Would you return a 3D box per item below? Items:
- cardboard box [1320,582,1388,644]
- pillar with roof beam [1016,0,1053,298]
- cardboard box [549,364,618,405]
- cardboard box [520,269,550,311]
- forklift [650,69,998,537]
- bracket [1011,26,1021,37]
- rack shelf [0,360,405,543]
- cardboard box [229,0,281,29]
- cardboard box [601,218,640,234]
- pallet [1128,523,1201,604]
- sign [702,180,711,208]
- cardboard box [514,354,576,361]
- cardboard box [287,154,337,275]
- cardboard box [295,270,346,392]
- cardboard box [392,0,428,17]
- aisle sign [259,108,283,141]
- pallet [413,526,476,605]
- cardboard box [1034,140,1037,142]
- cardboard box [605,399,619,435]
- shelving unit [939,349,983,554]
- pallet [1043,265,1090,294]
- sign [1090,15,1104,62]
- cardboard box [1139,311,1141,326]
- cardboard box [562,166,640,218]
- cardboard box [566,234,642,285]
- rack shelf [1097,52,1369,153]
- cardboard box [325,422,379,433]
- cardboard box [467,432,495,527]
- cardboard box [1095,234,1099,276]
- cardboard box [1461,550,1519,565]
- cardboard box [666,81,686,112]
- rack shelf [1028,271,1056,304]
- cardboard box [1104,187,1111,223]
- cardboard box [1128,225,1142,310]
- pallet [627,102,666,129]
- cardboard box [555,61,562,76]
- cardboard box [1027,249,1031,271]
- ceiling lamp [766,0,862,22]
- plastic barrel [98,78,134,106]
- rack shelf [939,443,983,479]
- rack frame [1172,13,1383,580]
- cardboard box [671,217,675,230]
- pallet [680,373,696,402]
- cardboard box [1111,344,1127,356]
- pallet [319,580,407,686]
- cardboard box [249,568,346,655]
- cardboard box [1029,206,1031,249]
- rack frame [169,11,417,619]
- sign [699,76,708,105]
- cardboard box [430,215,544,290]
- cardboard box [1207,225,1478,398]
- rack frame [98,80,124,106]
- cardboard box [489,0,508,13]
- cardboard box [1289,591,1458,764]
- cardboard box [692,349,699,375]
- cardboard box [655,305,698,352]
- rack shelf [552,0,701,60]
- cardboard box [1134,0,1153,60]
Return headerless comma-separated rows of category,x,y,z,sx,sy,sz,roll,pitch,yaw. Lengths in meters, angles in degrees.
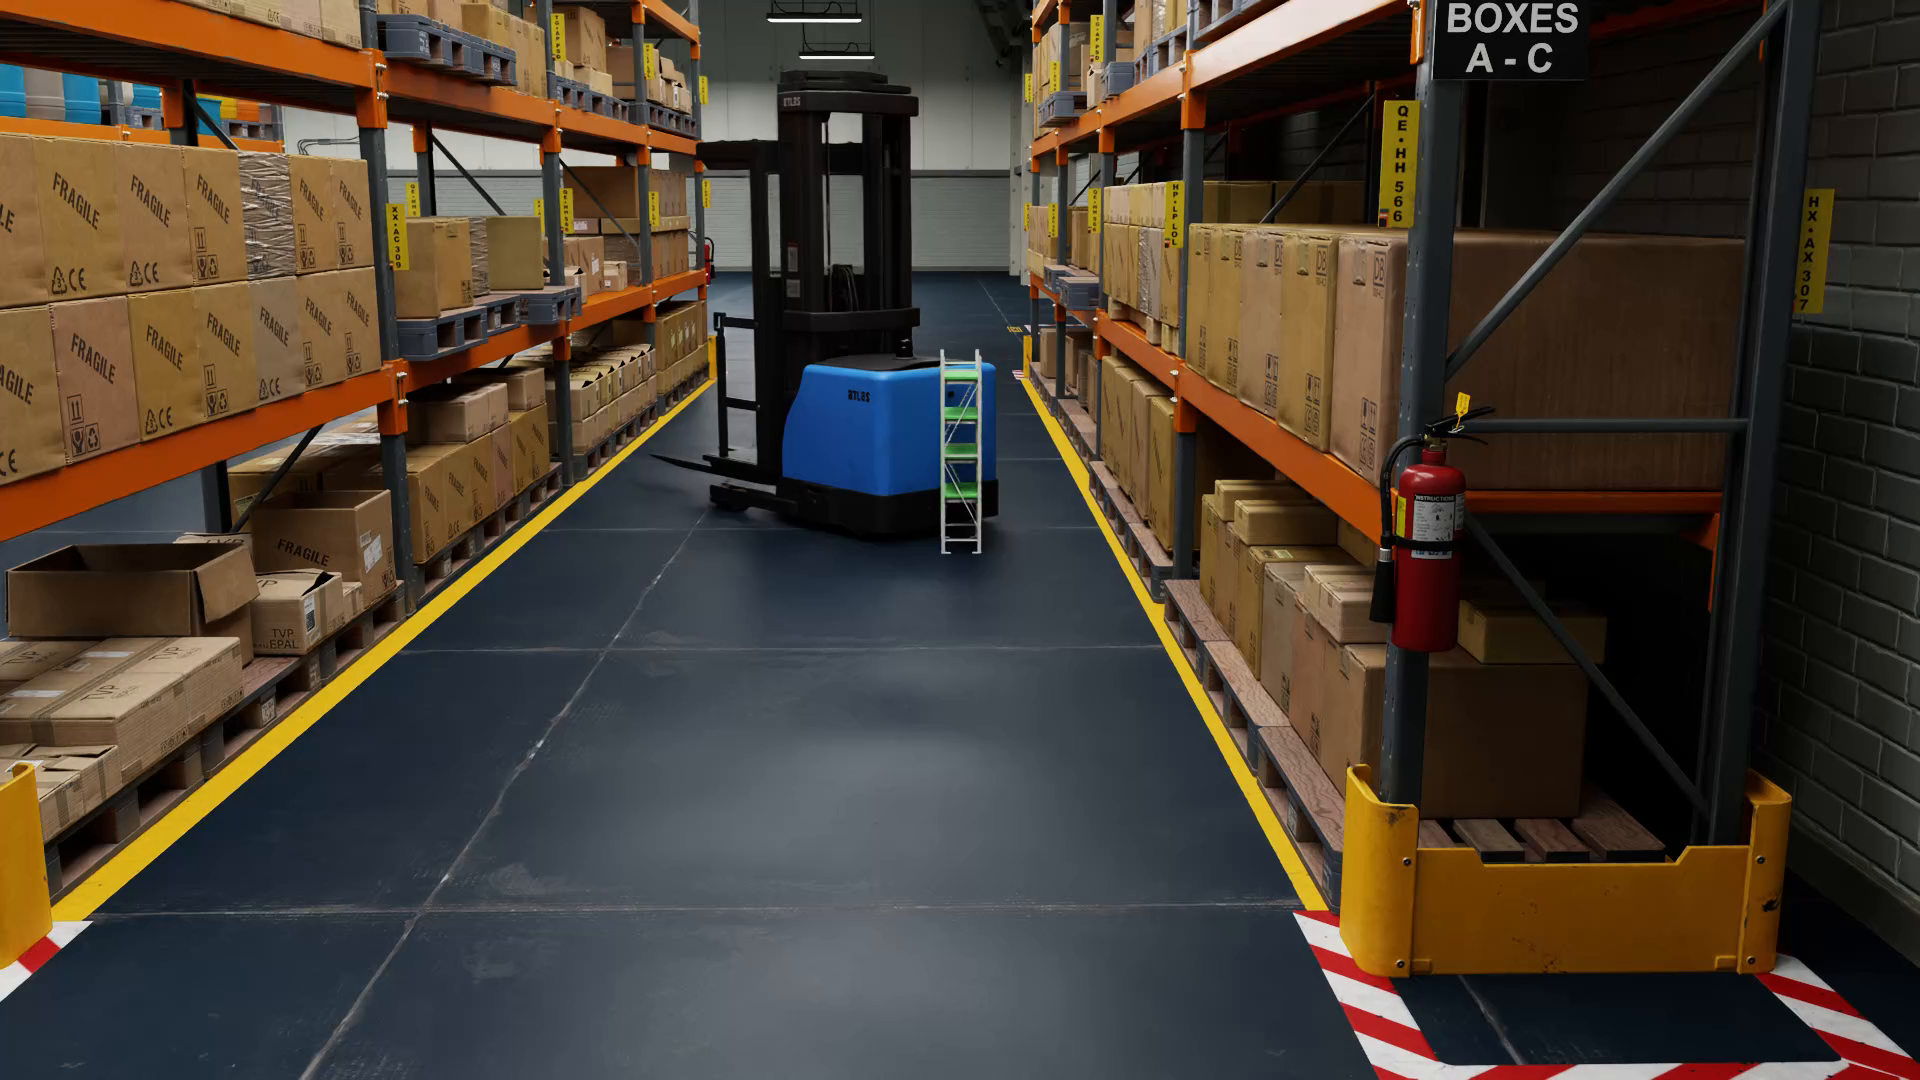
cardboard box,1.399,0.236,5.449,0.380,0.149,0.250,0,11,-2
pillar with roof beam,-2.429,-9.847,36.463,9.100,9.000,0.548,0,11,-1
cardboard box,-3.164,-1.315,13.945,0.500,0.311,0.500,-1,11,-3
cardboard box,-3.383,-1.900,12.602,0.500,0.311,0.500,0,11,2
forklift,-1.103,-1.691,11.520,1.130,2.935,3.031,-10,15,-41
bracket,1.405,-12.737,41.658,0.235,0.232,0.430,0,11,-1
rack shelf,-3.295,-0.325,6.428,1.077,0.370,4.000,0,11,-1
cardboard box,-3.042,-2.178,6.582,0.500,0.250,0.500,0,11,-1
cardboard box,-3.314,-3.087,16.348,0.380,0.149,0.250,0,11,-1
pallet,1.525,0.117,9.452,1.003,0.211,1.213,0,11,-1
sign,-3.042,-4.144,19.933,0.100,0.325,0.005,0,11,-1
cardboard box,-3.725,-1.513,14.923,0.500,0.311,0.500,-1,11,-3
cardboard box,-3.054,-1.413,7.215,0.500,0.500,0.500,0,11,-2
cardboard box,-3.058,-0.924,7.317,0.500,0.500,0.500,0,11,0
cardboard box,-3.310,-3.083,9.106,0.600,0.600,0.600,0,11,-2
aisle sign,-8.241,-4.731,19.796,0.394,0.787,0.004,0,11,-1
pallet,-3.391,0.130,9.390,1.003,0.211,1.213,0,11,-1
cardboard box,1.125,-4.943,19.535,0.500,0.500,0.500,0,11,0
cardboard box,-3.165,-1.038,13.988,0.500,0.250,0.500,-1,11,-3
shelving unit,0.003,-0.555,10.278,0.258,1.200,0.503,0,11,-1
pallet,1.321,-2.440,15.526,1.003,0.211,1.213,0,11,-1
sign,0.991,-3.613,11.981,0.100,0.325,0.005,0,11,-1
cardboard box,1.363,-1.456,10.775,0.380,0.149,0.250,0,11,0
cardboard box,-3.517,-3.439,16.451,0.700,0.500,0.500,0,11,-1
cardboard box,-3.517,-2.803,16.580,0.700,0.500,0.500,-1,11,-3
rack shelf,1.575,-2.612,10.153,1.077,0.370,4.000,0,11,-1
cardboard box,-3.658,-0.462,10.473,0.500,0.500,0.500,-1,11,-3
cardboard box,-3.128,-0.369,10.012,0.500,0.500,0.500,0,11,0
cardboard box,1.475,-2.361,13.293,0.700,0.500,0.500,-1,12,-7
cardboard box,1.771,0.135,5.950,0.380,0.149,0.250,0,11,-1
cardboard box,-3.286,-4.823,18.062,0.500,0.311,0.500,1,12,6
rack shelf,1.409,-2.732,18.290,1.077,0.370,4.000,0,11,-1
cardboard box,1.285,-2.367,11.745,0.500,0.250,0.500,0,11,0
cardboard box,1.317,-1.693,10.307,0.500,0.500,0.500,0,11,0
pallet,-3.545,-4.262,16.701,1.003,0.211,1.213,0,11,-1
cardboard box,-3.514,-3.781,13.428,0.500,0.250,0.500,0,11,-2
cardboard box,1.061,-3.320,19.707,0.500,0.250,0.500,-1,11,-3
ceiling lamp,-3.064,-12.511,34.915,2.000,3.185,0.800,0,11,-1
plastic barrel,-8.267,-4.463,16.133,0.421,0.512,0.421,0,11,0
rack shelf,0.003,-0.492,10.290,0.258,0.148,0.480,0,11,-1
rack frame,1.616,-1.097,8.420,1.000,3.000,0.127,0,11,-1
cardboard box,-3.358,-3.495,18.361,0.380,0.149,0.250,0,11,0
pallet,-3.505,-1.701,18.411,1.003,0.211,1.213,0,11,-1
cardboard box,1.517,-1.506,13.734,0.500,0.250,0.500,0,11,0
pallet,-3.323,0.428,7.921,1.003,0.211,1.213,0,11,-1
cardboard box,-3.026,0.288,7.253,0.500,0.311,0.500,0,11,-1
cardboard box,1.077,-3.690,19.643,0.500,0.500,0.500,0,11,-1
rack frame,-3.337,-1.076,8.316,1.000,3.000,0.127,0,11,-1
sign,-3.042,-5.326,19.693,0.100,0.325,0.005,0,11,-1
cardboard box,-3.294,-2.001,11.569,0.700,0.500,0.500,-4,12,-20
cardboard box,1.620,-0.991,7.143,0.980,0.700,0.700,-1,11,-3
rack frame,-8.454,-5.586,15.462,1.000,3.000,0.127,0,11,-1
cardboard box,-3.417,-3.793,11.401,0.500,0.500,0.500,0,11,-1
cardboard box,1.574,0.479,5.882,0.700,0.500,0.500,0,11,-1
cardboard box,-3.244,-2.015,18.807,0.500,0.250,0.500,0,11,-1
cardboard box,-3.241,-2.383,18.732,0.500,0.500,0.500,0,11,-1
rack shelf,-3.543,-5.455,17.630,1.077,0.370,4.000,0,11,-1
cardboard box,1.601,-3.532,11.523,0.700,0.500,0.500,-1,12,-6
